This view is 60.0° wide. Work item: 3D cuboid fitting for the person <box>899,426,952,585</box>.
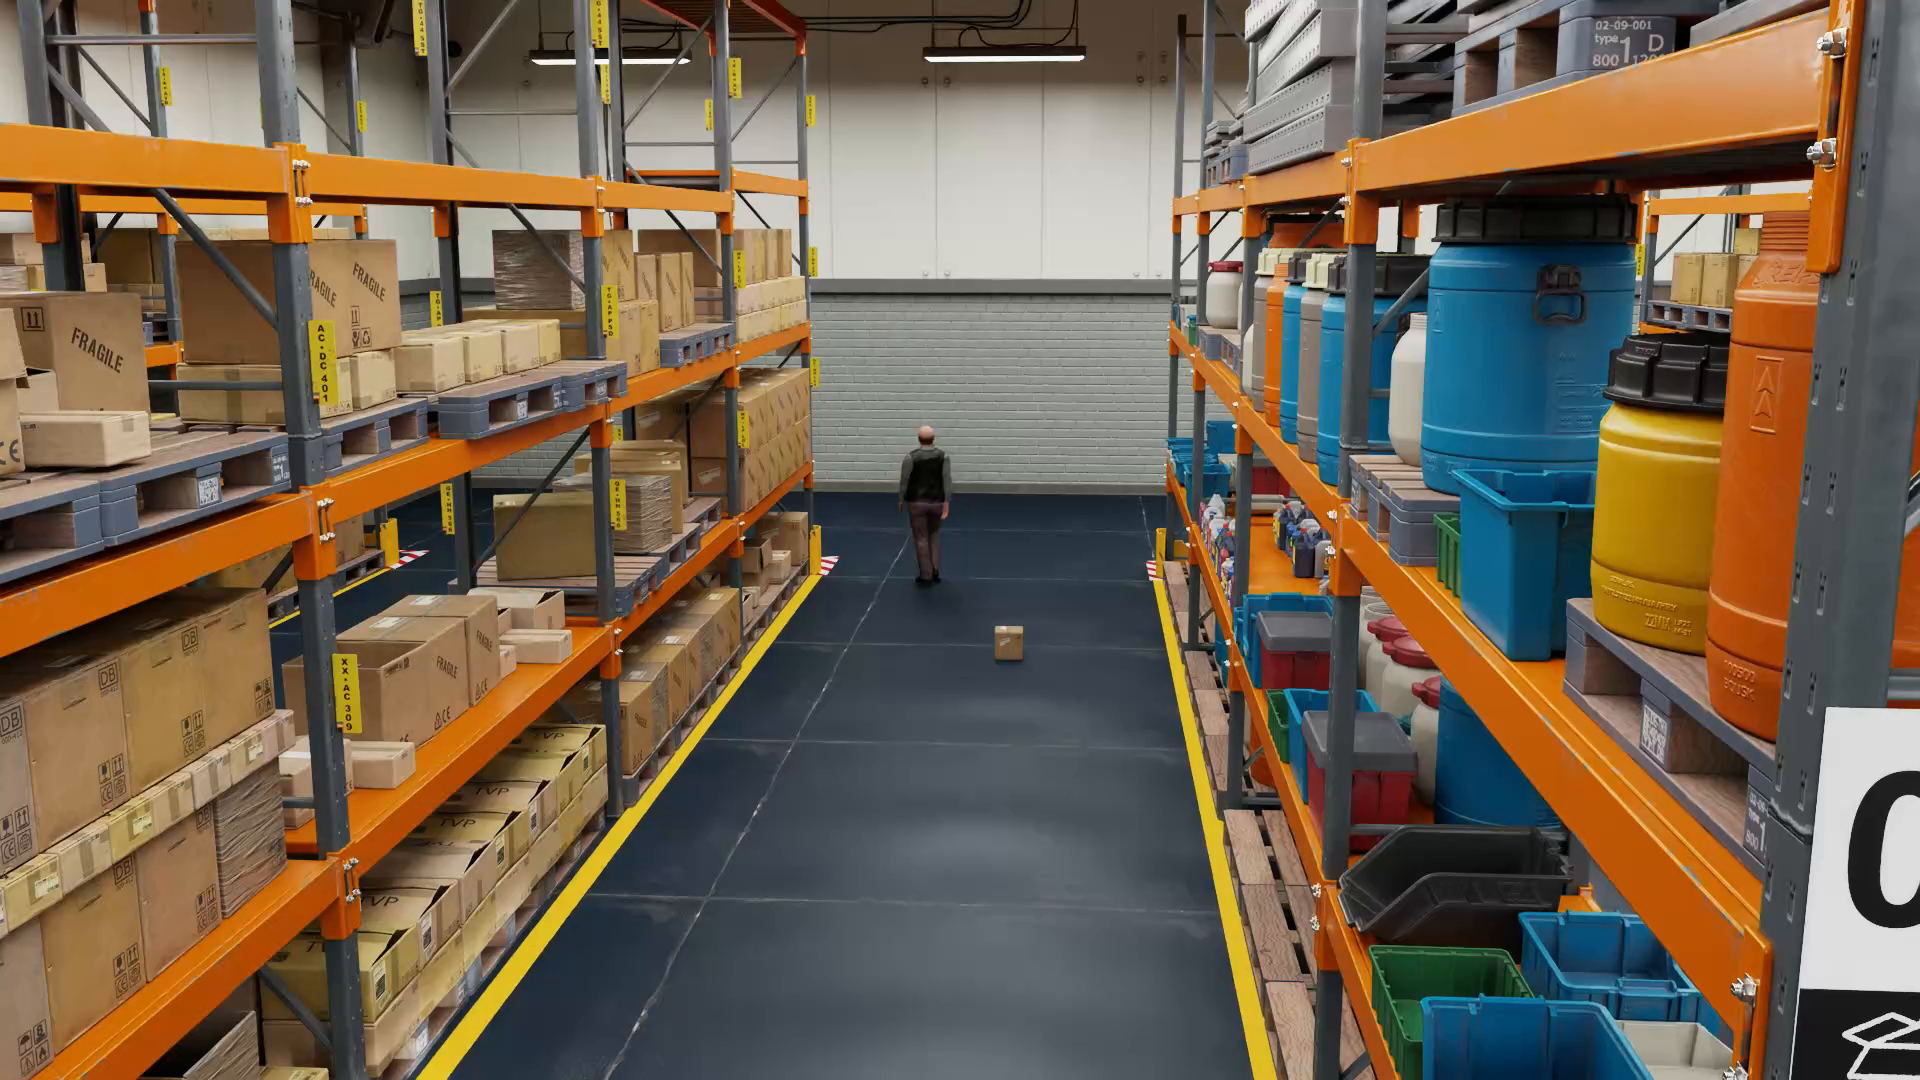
[{"bbox_3d":[-0.388,-0.353,17.955,0.542,1.786,0.554,-4,11,-18],"label":"person"}]
